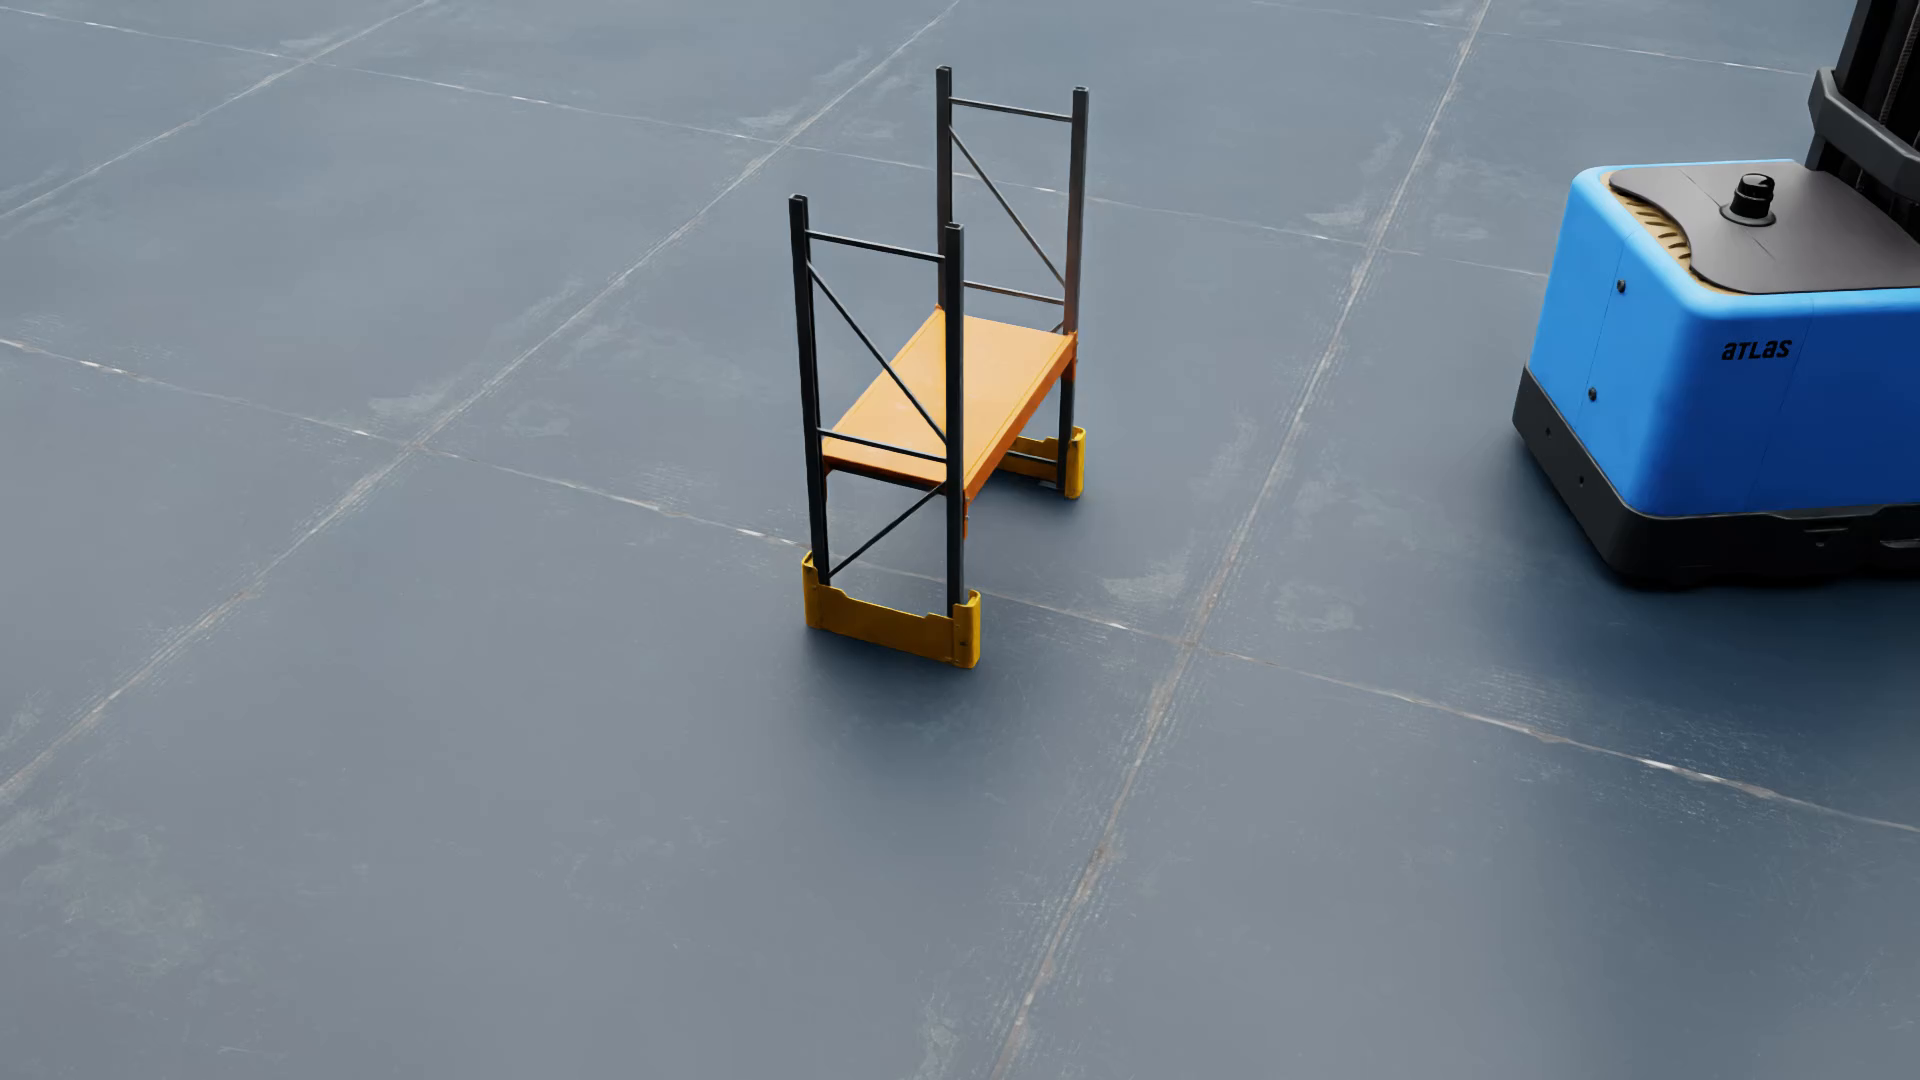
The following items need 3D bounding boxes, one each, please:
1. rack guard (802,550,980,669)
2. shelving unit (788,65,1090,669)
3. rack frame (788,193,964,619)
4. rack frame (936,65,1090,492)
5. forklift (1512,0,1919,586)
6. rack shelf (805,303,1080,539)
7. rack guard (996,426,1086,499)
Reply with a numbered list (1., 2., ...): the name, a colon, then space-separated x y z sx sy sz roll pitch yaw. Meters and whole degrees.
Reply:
1. rack guard: -0.218 0.218 5.250 0.587 0.250 0.087 14 39 18
2. shelving unit: -0.029 -0.559 5.245 0.587 1.500 1.083 14 39 18
3. rack frame: -0.226 -0.272 4.861 0.500 1.500 0.032 14 39 18
4. rack frame: 0.161 -0.835 5.614 0.500 1.500 0.032 14 39 18
5. forklift: 3.613 -1.385 5.155 3.031 2.935 1.130 -3 37 -4
6. rack shelf: -0.032 -0.409 5.345 0.538 0.185 1.000 14 39 18
7. rack guard: 0.160 -0.334 5.988 0.587 0.250 0.087 14 39 18
